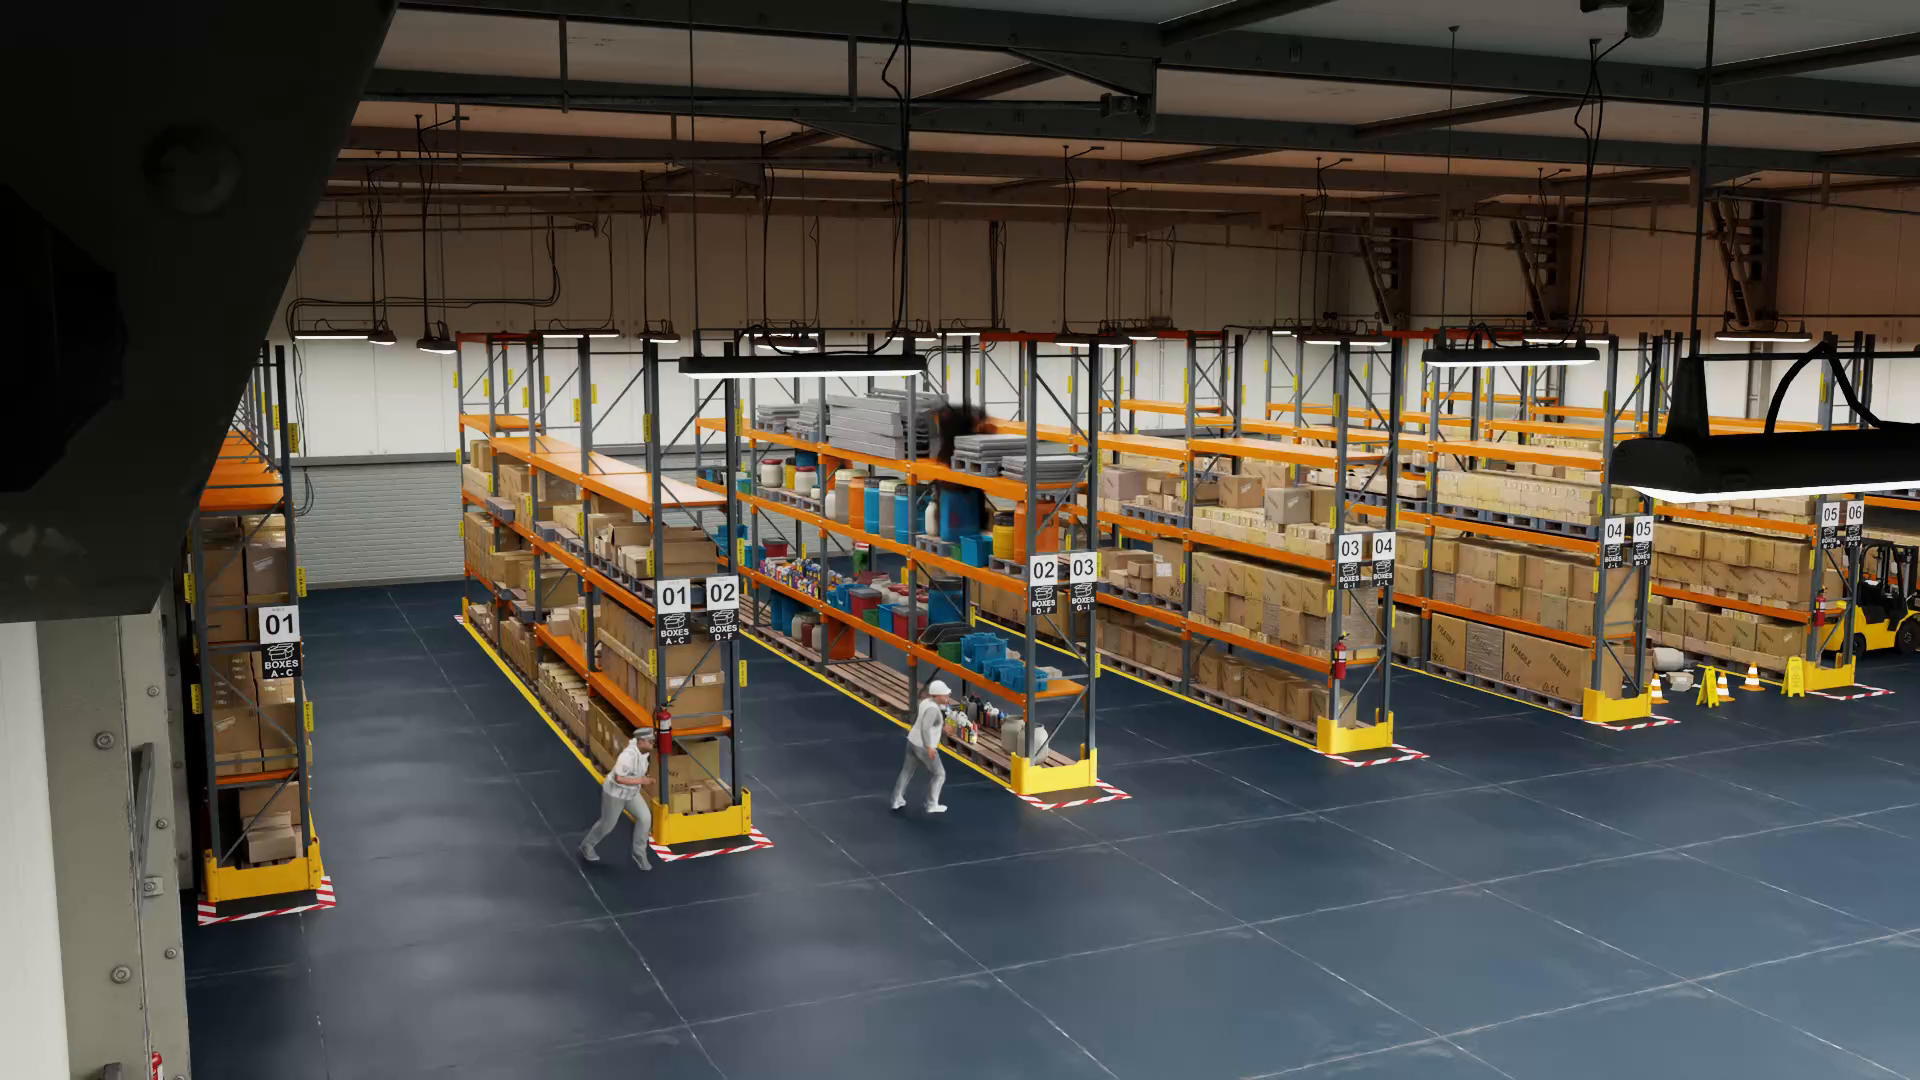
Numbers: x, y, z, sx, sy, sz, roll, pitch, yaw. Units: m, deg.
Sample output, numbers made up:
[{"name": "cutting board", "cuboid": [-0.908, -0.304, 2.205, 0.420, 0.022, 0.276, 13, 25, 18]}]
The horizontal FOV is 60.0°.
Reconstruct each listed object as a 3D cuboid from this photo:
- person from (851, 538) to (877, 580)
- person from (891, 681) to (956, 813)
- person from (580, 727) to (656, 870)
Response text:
[{"name": "person", "cuboid": [-2.286, 0.242, 38.850, 0.711, 1.738, 0.499, -5, 9, -32]}, {"name": "person", "cuboid": [-0.429, 2.632, 21.312, 0.870, 1.710, 0.662, -4, 9, -27]}, {"name": "person", "cuboid": [-3.930, 2.970, 19.163, 1.022, 1.725, 0.693, 3, 8, 19]}]
